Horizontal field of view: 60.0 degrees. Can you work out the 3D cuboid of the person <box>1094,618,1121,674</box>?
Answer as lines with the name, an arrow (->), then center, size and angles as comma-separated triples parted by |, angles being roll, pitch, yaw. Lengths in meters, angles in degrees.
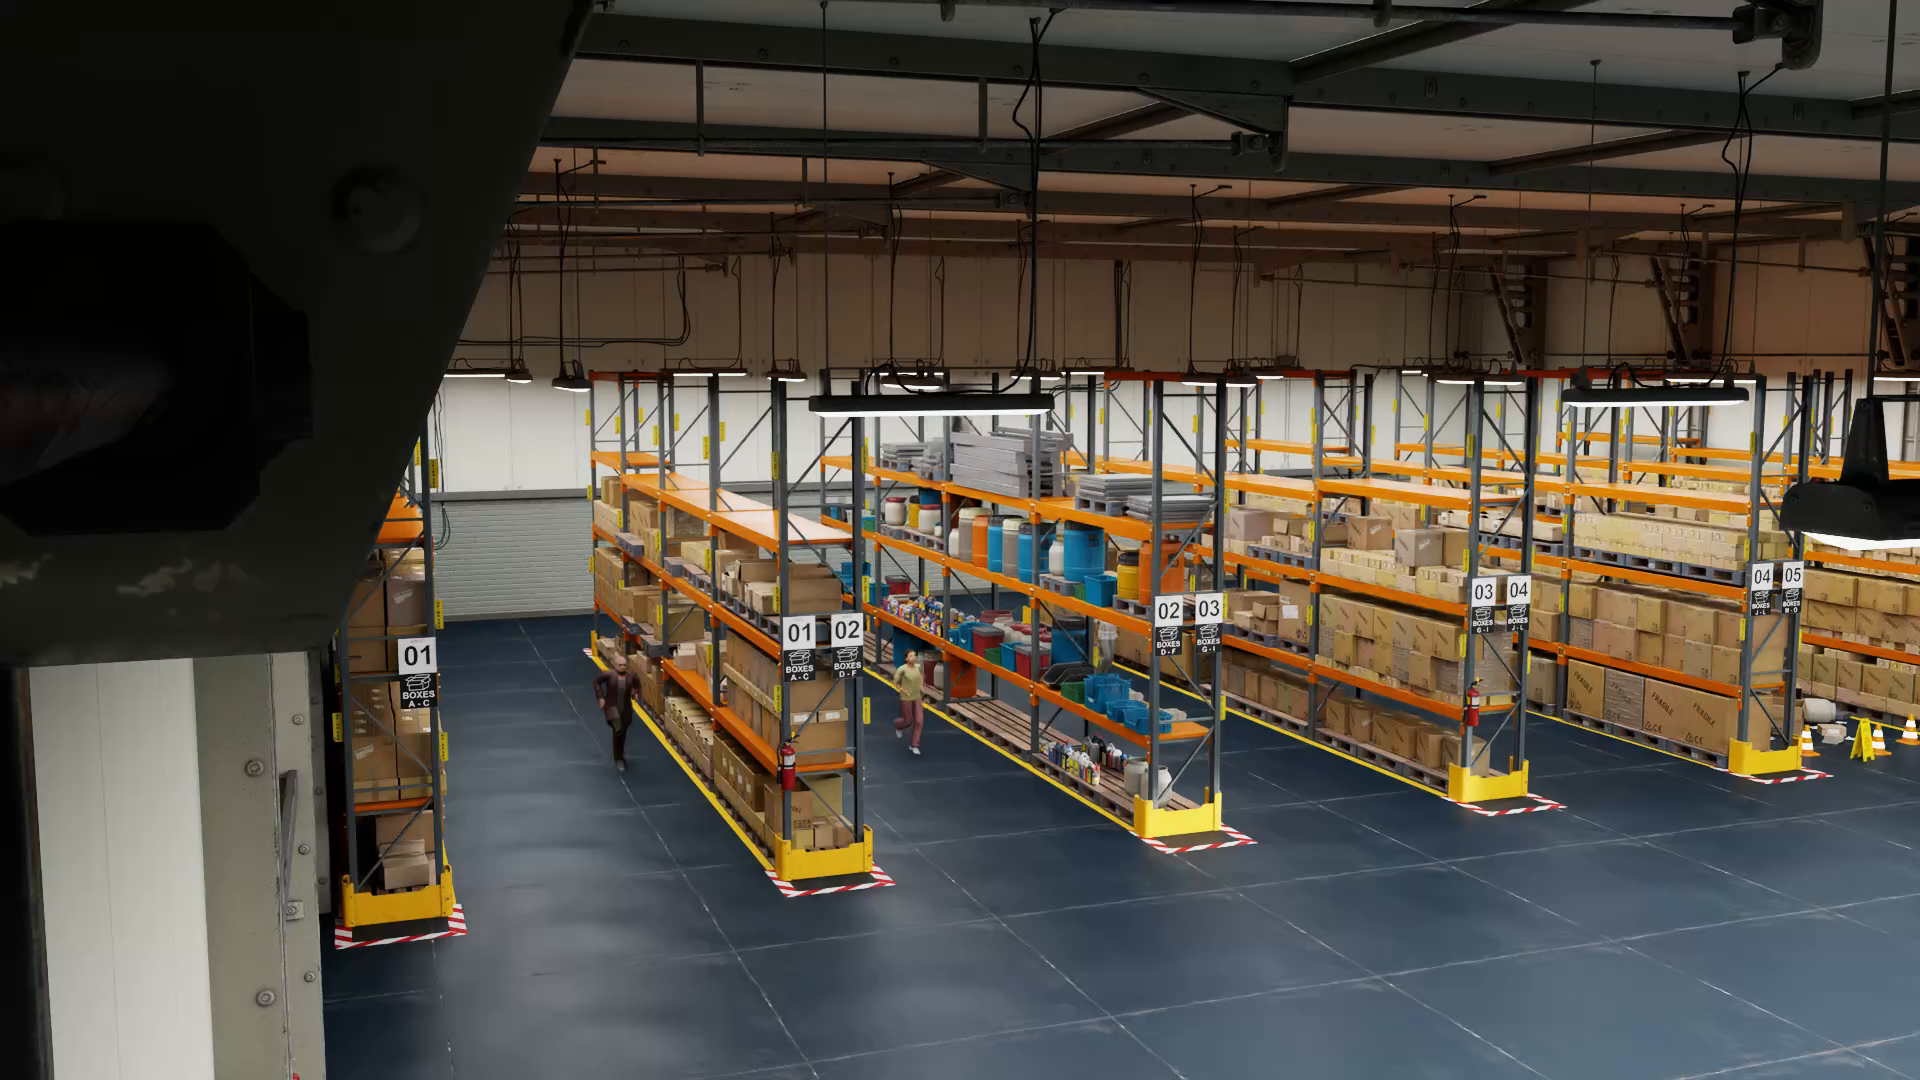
person -> 2.867, 1.928, 32.065 | 0.554, 1.668, 0.632 | -2, 7, -20

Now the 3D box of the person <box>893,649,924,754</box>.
person -> -0.815, 2.560, 26.695 | 0.588, 1.668, 0.796 | -3, 7, -28

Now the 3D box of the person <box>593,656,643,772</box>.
person -> -5.252, 2.646, 25.573 | 0.725, 1.766, 0.985 | -3, 7, -26
